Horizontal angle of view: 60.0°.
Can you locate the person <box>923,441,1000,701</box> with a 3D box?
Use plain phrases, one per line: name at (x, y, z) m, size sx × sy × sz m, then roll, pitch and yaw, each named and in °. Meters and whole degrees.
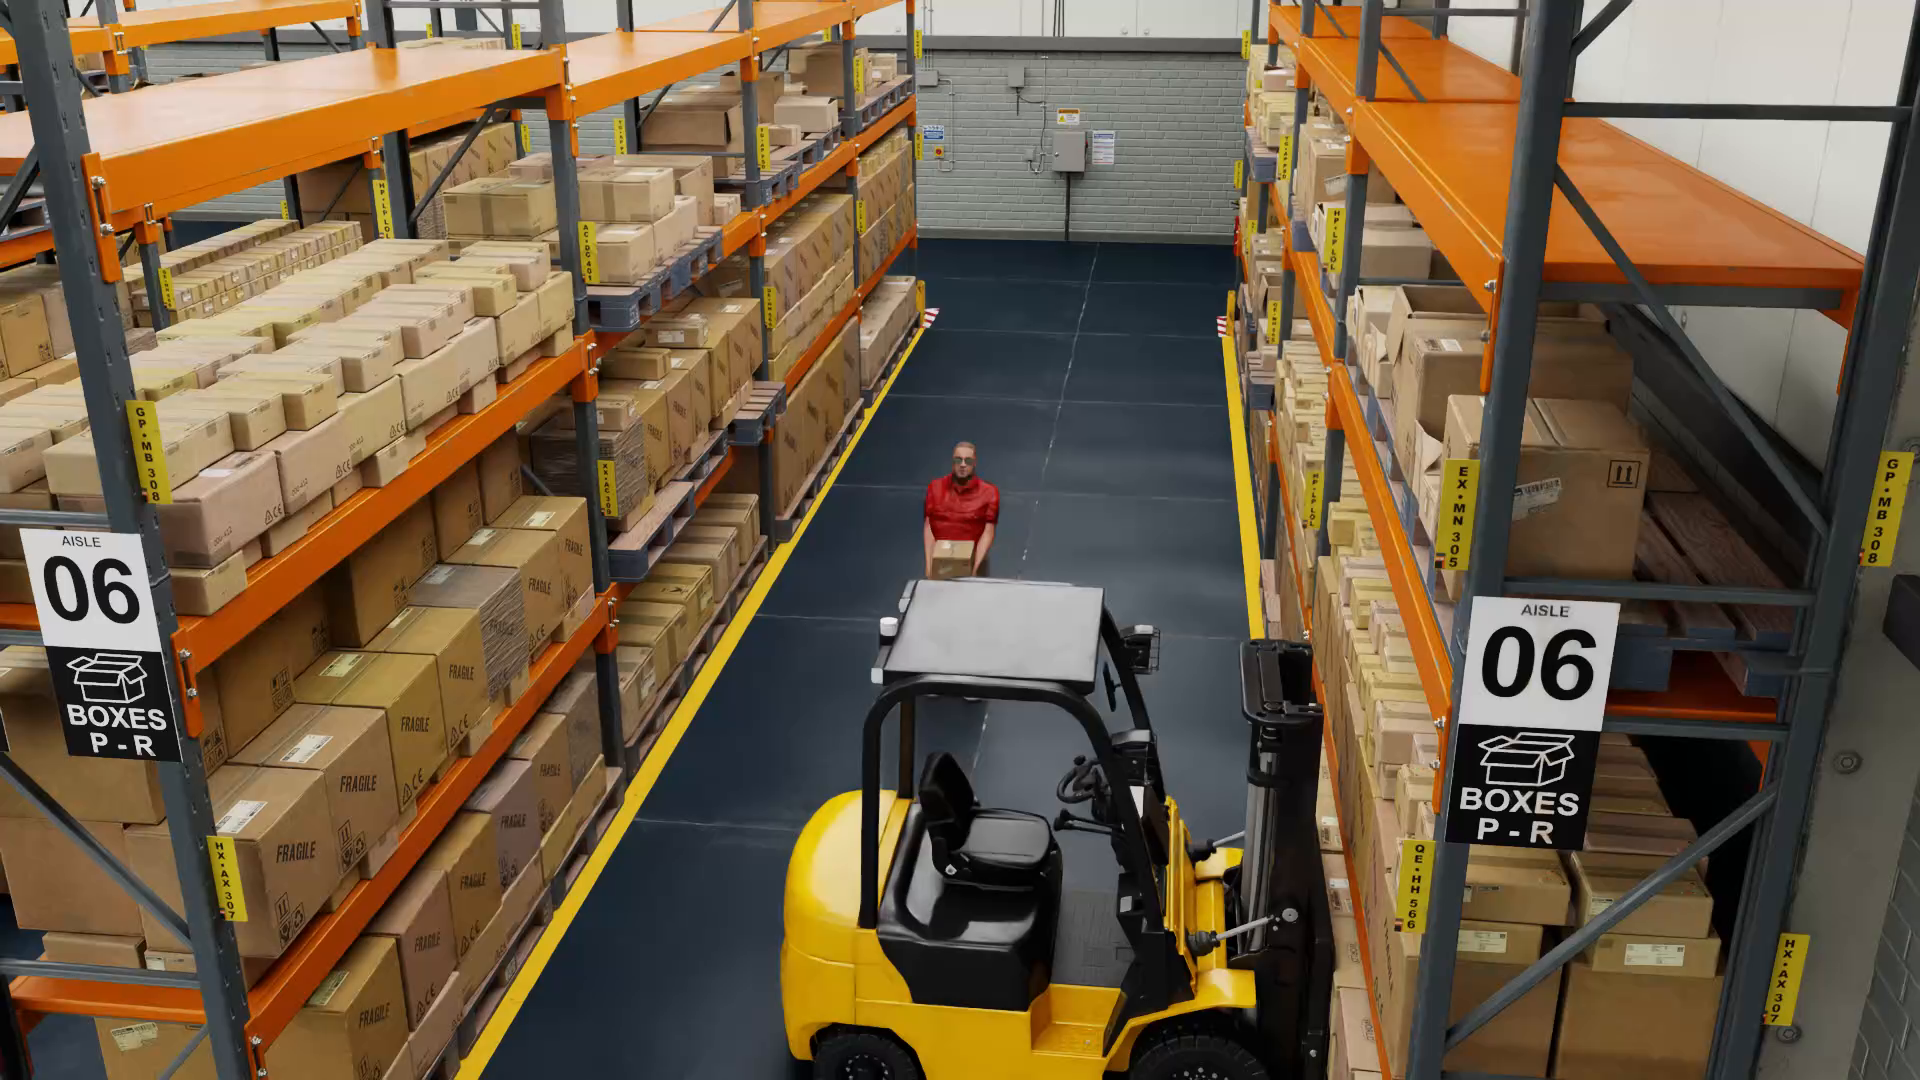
person at (-0.009, 0.225, 10.949) m, size 0.501 × 1.723 × 0.527 m, roll 4°, pitch 21°, yaw 11°
